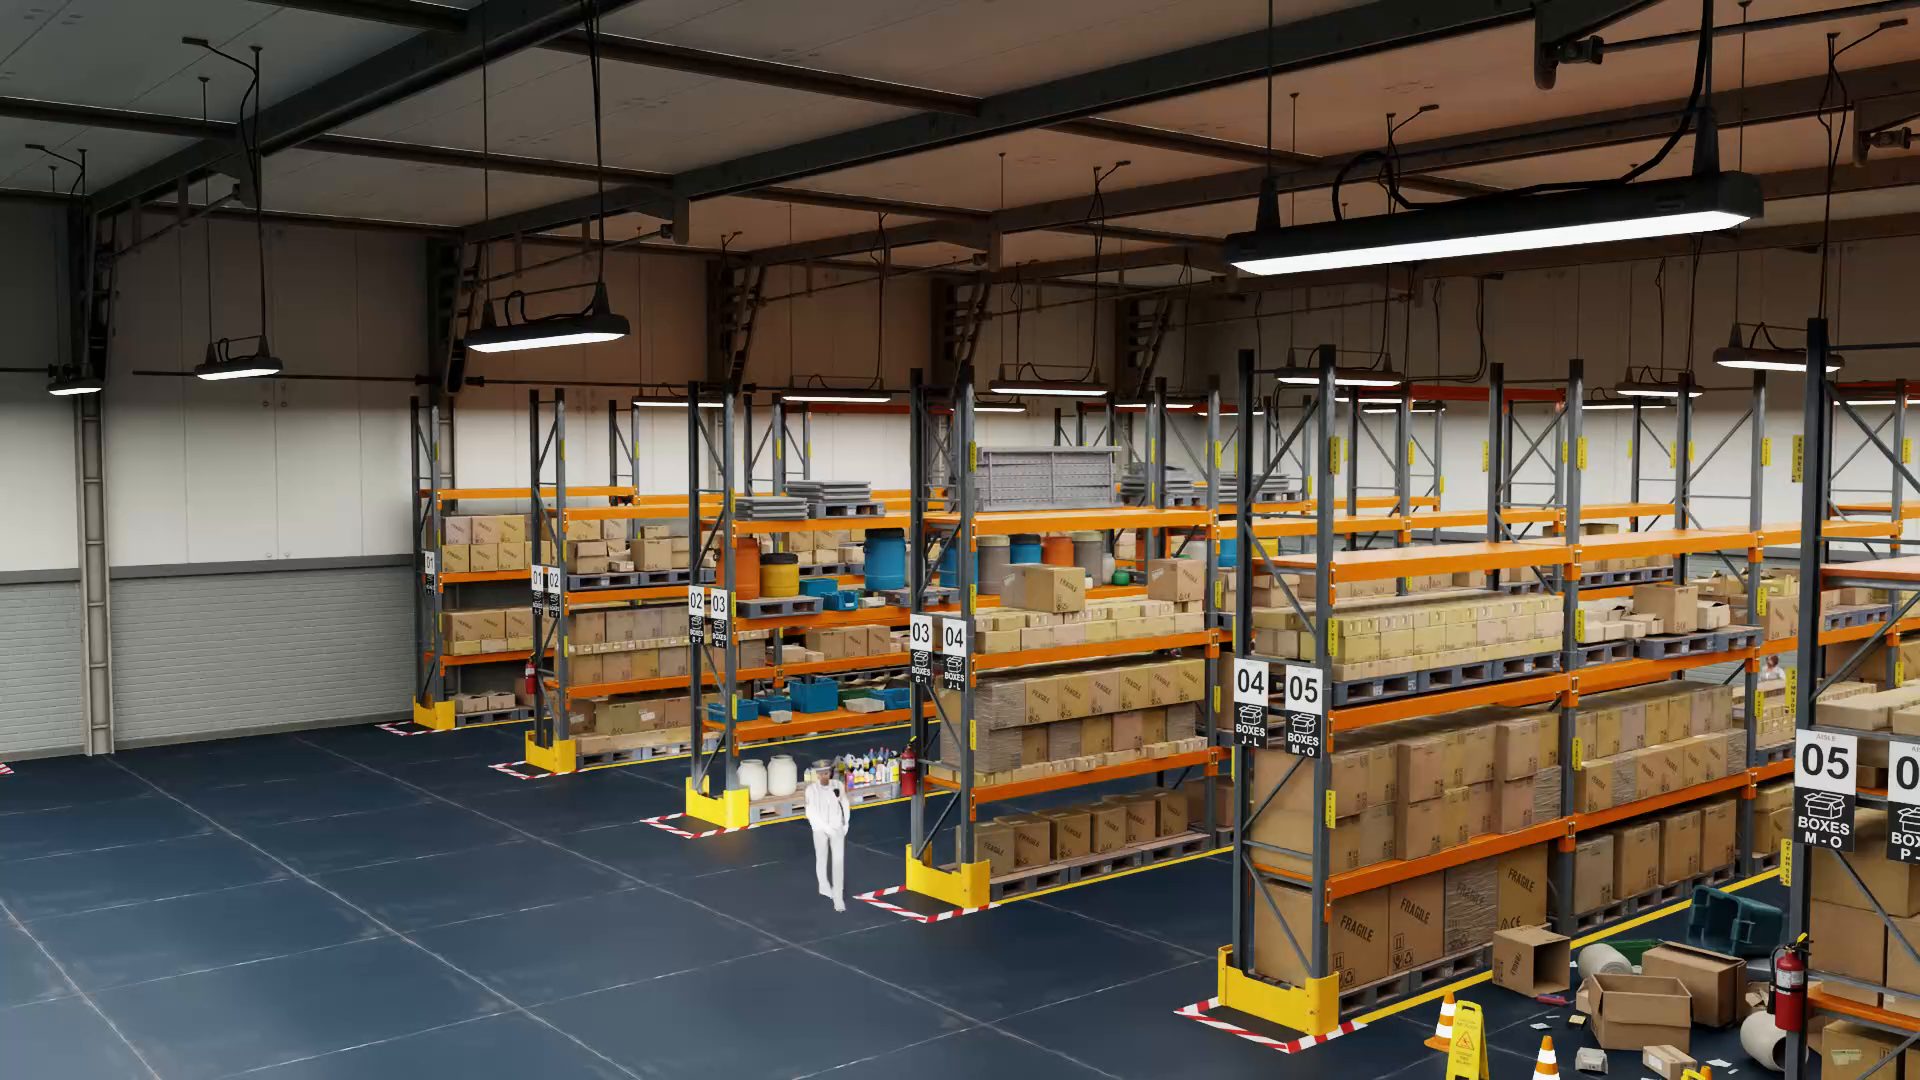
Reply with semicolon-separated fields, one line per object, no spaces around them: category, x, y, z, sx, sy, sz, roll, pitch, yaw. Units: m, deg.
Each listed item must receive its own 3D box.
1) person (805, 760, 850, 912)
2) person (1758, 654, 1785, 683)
person;-1.471;3.248;18.538;0.510;1.666;0.736;-1;3;-9
person;13.642;2.692;27.988;0.518;1.592;0.888;3;5;42
